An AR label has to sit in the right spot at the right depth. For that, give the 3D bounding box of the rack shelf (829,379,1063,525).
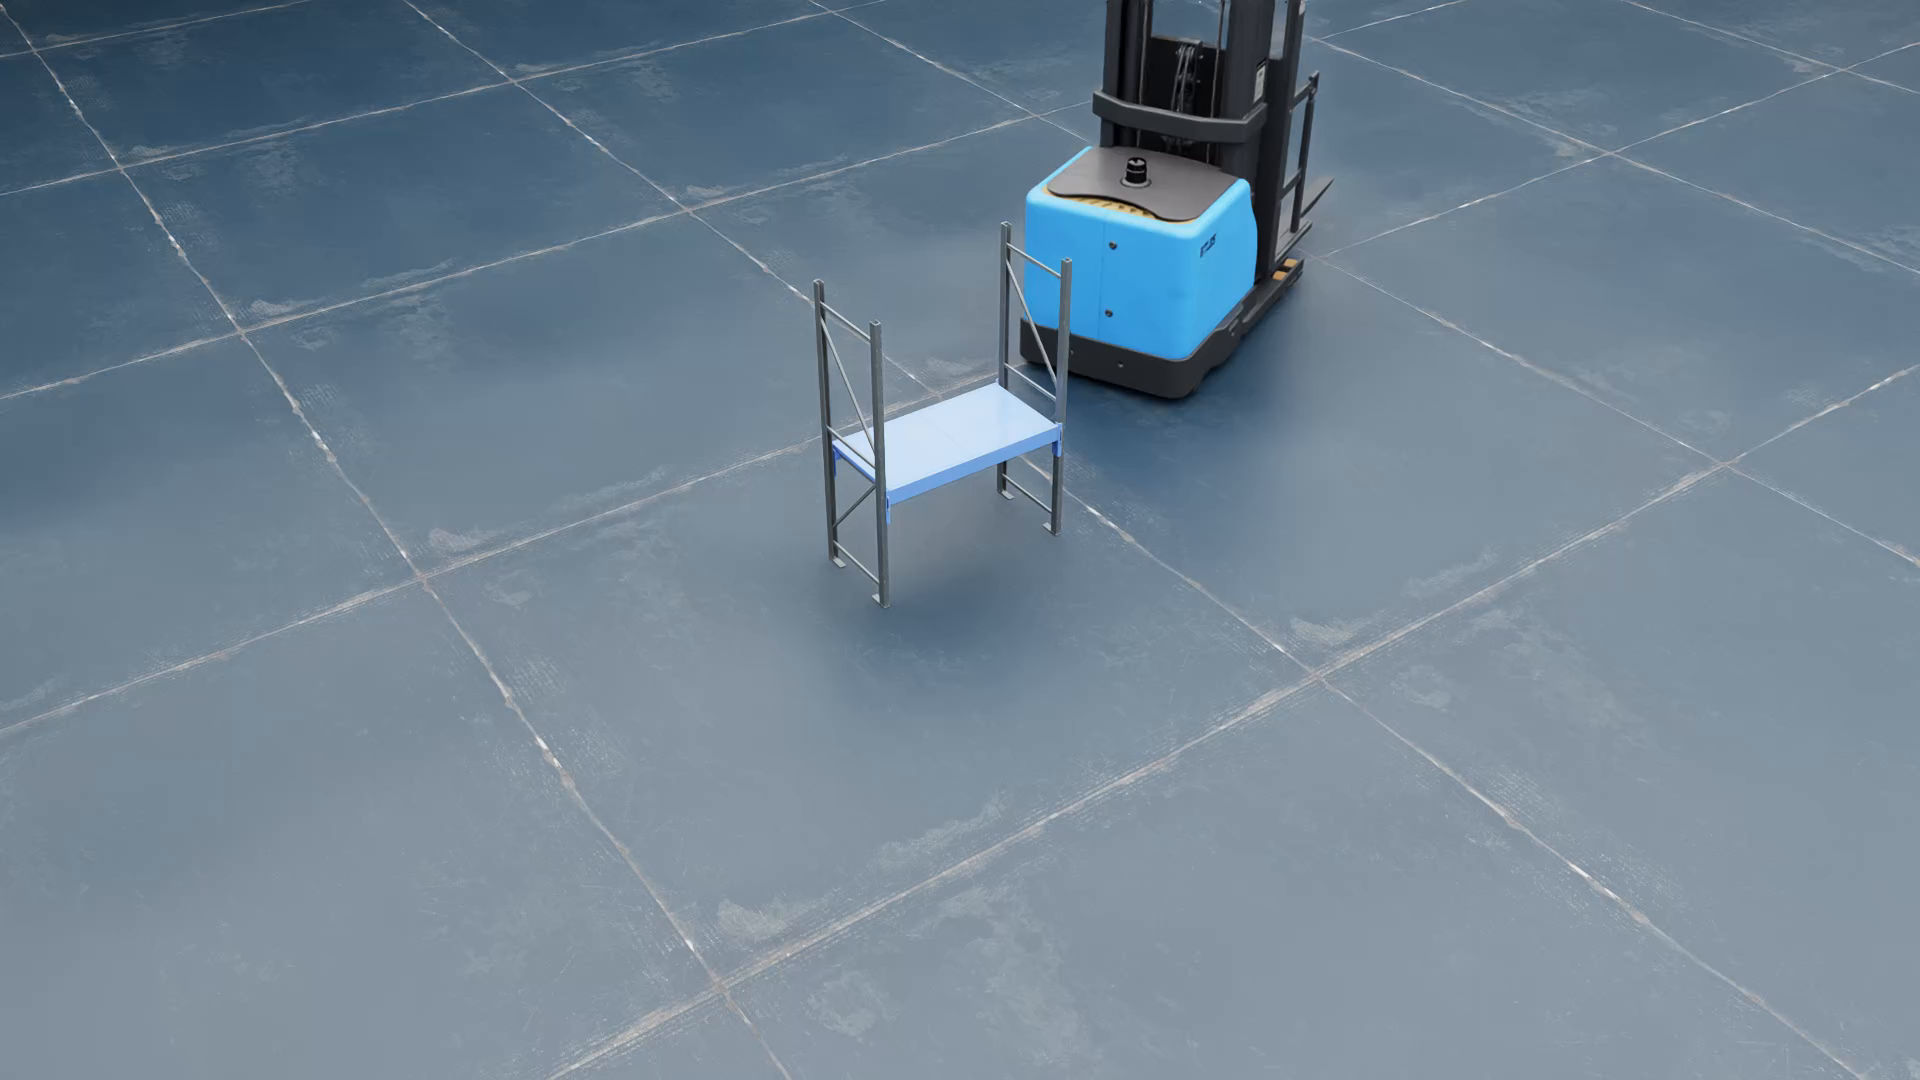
[{"bbox_3d":[-0.070,-0.434,7.877,1.000,0.185,0.538,-22,41,-28],"label":"rack shelf"}]

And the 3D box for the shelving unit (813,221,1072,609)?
[{"bbox_3d":[-0.070,-0.580,7.772,1.048,1.500,0.538,-22,41,-28],"label":"shelving unit"}]

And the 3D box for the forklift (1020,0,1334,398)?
[{"bbox_3d":[1.508,-2.814,9.652,1.130,2.935,3.031,18,40,24],"label":"forklift"}]

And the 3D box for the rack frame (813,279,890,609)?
[{"bbox_3d":[-0.485,-0.409,7.534,0.032,1.500,0.500,-22,41,-28],"label":"rack frame"}]

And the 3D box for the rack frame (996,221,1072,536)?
[{"bbox_3d":[0.346,-0.751,8.010,0.032,1.500,0.500,-22,41,-28],"label":"rack frame"}]
